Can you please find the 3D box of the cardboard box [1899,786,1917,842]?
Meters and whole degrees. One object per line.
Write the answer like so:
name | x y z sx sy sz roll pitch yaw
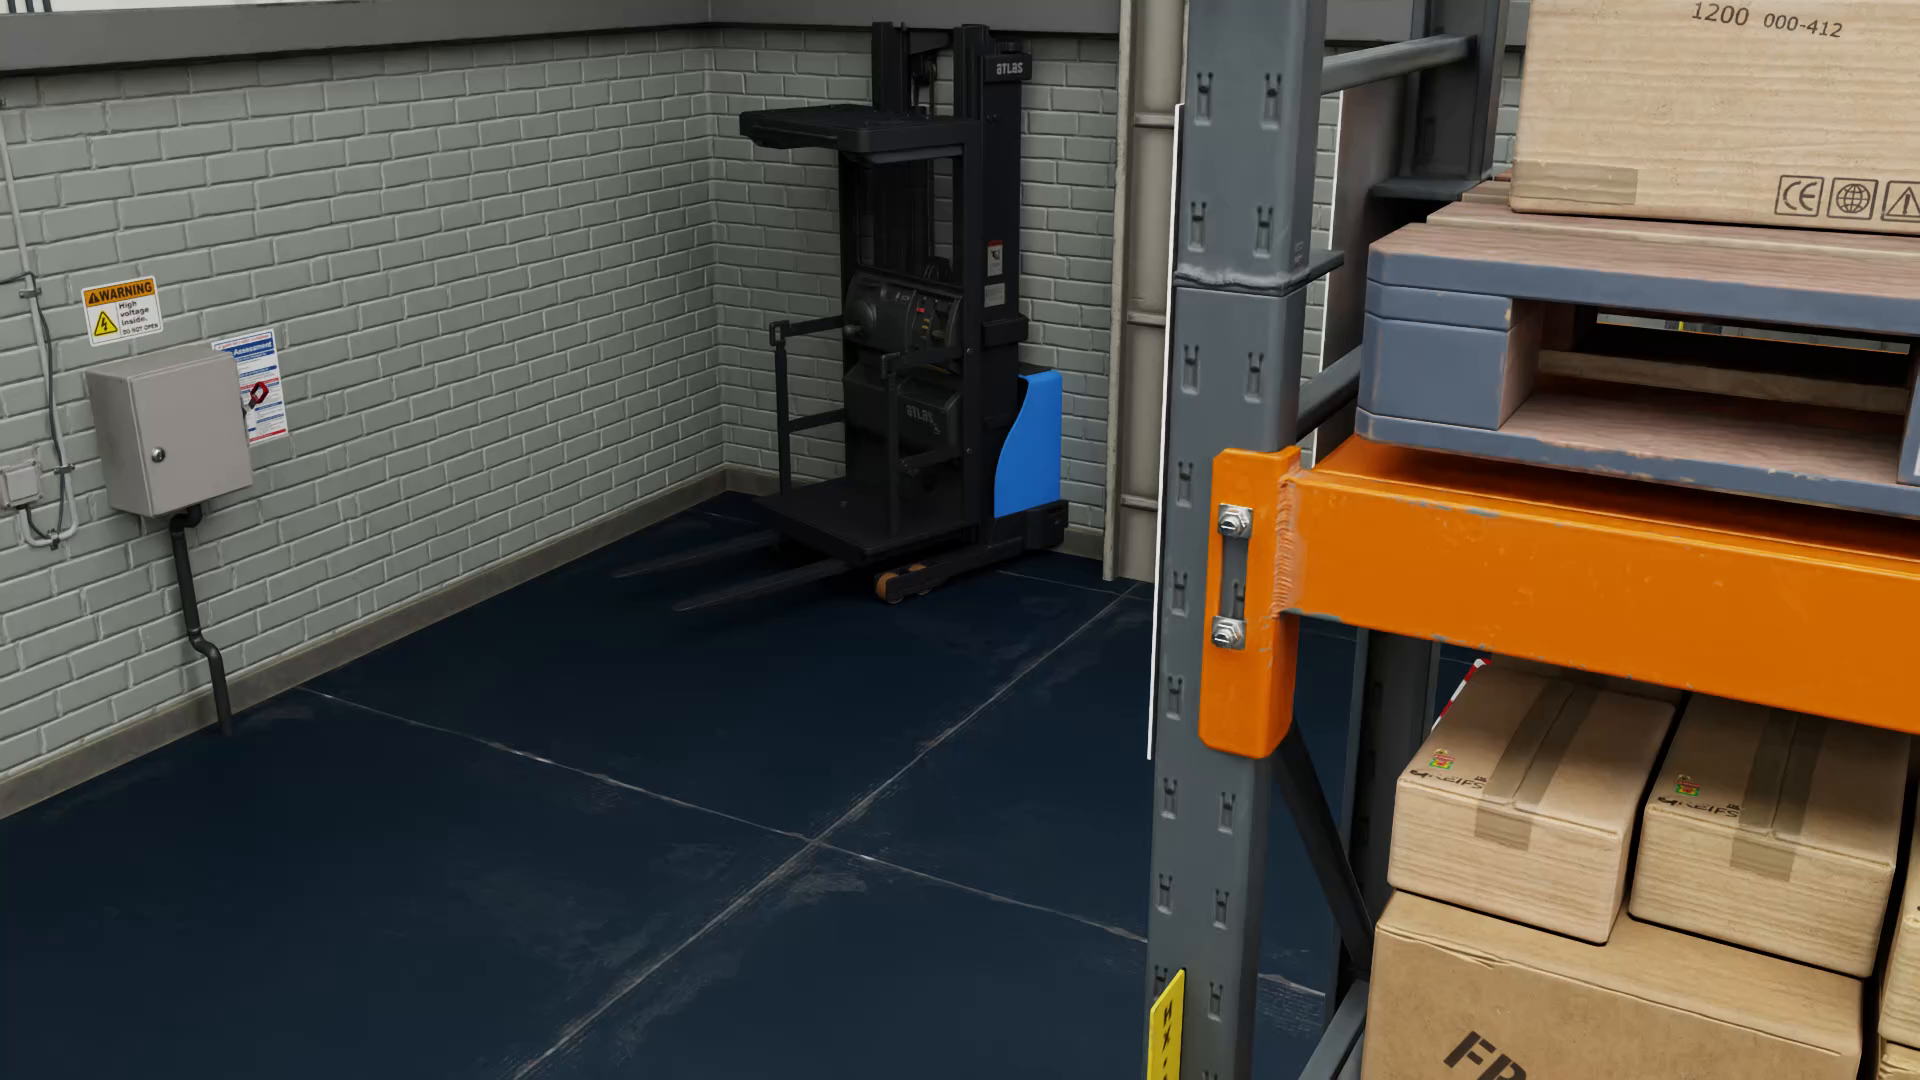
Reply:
cardboard box | 1.542 0.561 2.306 0.500 0.500 0.500 11 23 27

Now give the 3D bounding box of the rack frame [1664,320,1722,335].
rack frame | 2.952 -0.488 6.810 0.127 3.000 1.000 11 23 27

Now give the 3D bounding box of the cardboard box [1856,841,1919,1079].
cardboard box | 1.269 0.722 1.863 0.500 0.500 0.500 10 22 26

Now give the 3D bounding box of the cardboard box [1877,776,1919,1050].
cardboard box | 1.144 0.410 1.772 0.250 0.149 0.380 12 23 29

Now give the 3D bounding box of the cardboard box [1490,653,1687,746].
cardboard box | 0.945 0.169 2.437 0.250 0.149 0.380 11 23 28

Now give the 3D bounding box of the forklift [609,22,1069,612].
forklift | -0.478 -1.238 8.979 3.031 2.935 1.130 -16 26 -38

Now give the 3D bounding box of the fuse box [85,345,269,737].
fuse box | -3.248 0.065 7.178 0.414 1.711 0.539 11 23 27

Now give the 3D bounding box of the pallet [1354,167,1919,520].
pallet | 1.187 -0.257 1.907 1.213 0.211 1.003 11 23 27

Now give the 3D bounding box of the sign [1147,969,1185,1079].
sign | 0.258 0.711 2.121 0.005 0.325 0.100 11 23 27

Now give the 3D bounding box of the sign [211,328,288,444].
sign | -3.188 -0.678 7.475 0.001 0.494 0.329 11 23 27

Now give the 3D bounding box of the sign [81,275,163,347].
sign | -3.456 -0.947 6.867 0.001 0.242 0.339 11 23 27

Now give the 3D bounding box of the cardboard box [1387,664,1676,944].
cardboard box | 0.709 0.310 2.047 0.250 0.149 0.380 11 23 28

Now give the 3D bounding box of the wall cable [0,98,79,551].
wall cable | -3.718 -0.842 6.297 0.122 1.984 0.588 11 23 27

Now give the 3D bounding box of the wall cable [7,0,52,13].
wall cable | -2.808 -3.756 6.967 0.133 3.039 2.988 11 23 27

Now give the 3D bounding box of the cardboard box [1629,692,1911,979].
cardboard box | 0.973 0.333 1.985 0.250 0.149 0.380 11 23 29

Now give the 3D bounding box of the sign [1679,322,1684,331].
sign | 2.687 -0.733 6.217 0.005 0.325 0.100 11 23 27

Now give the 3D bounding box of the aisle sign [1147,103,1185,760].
aisle sign | 0.330 -0.157 2.087 0.004 0.787 0.394 11 23 27

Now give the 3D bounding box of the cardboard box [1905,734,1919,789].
cardboard box | 1.445 0.222 2.291 0.250 0.149 0.380 11 22 27

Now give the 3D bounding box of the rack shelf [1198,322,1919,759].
rack shelf | 2.280 0.251 1.429 4.000 0.370 1.077 11 23 27

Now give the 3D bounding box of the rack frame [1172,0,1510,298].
rack frame | 0.534 -1.829 1.712 0.127 3.000 1.000 11 23 27

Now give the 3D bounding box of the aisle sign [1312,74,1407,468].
aisle sign | 0.623 -0.336 2.579 0.004 0.787 0.394 11 23 27

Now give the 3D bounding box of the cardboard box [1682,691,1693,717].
cardboard box | 1.179 0.204 2.340 0.250 0.149 0.380 11 23 28

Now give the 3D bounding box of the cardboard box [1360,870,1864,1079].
cardboard box | 0.814 0.638 2.094 0.500 0.500 0.500 10 22 26

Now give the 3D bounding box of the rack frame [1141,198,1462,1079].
rack frame | 0.534 0.991 2.735 0.127 3.000 1.000 11 23 27

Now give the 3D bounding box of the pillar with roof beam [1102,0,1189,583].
pillar with roof beam | -1.062 -2.743 4.230 0.400 9.000 9.100 11 23 27

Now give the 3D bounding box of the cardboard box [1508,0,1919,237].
cardboard box | 0.971 -0.545 2.028 0.500 0.250 0.500 9 22 22
